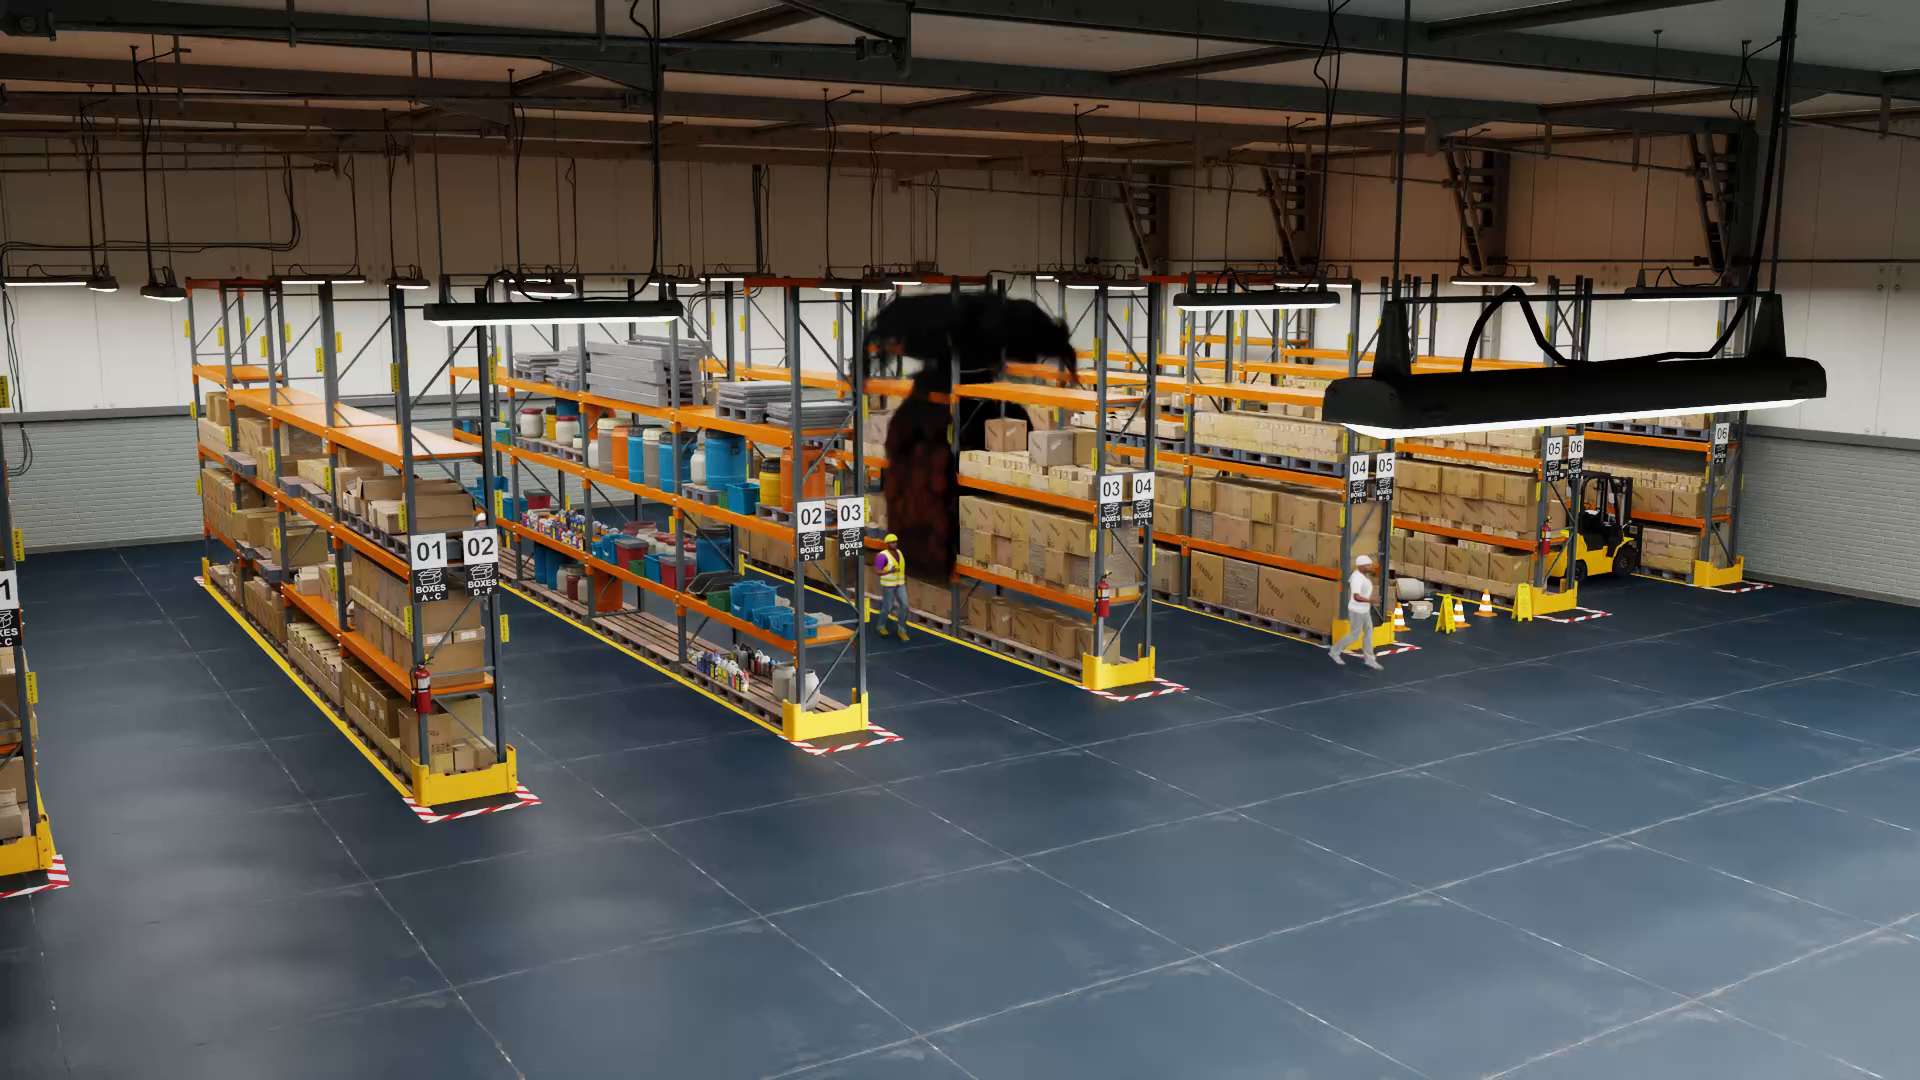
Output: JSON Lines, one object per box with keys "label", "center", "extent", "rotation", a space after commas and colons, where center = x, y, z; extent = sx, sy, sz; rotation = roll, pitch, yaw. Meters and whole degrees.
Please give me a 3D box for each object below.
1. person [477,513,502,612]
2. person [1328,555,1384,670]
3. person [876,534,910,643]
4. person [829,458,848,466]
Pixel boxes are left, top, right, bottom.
{"label": "person", "center": [-8.739, 0.385, 30.456], "extent": [0.679, 1.813, 0.850], "rotation": [-5, 11, -29]}
{"label": "person", "center": [6.226, 1.126, 26.002], "extent": [0.855, 1.804, 0.724], "rotation": [4, 10, 22]}
{"label": "person", "center": [-1.134, 0.797, 27.931], "extent": [0.677, 1.822, 0.738], "rotation": [-7, 12, -35]}
{"label": "person", "center": [-3.039, -1.424, 41.296], "extent": [0.697, 1.819, 0.815], "rotation": [4, 10, 24]}
